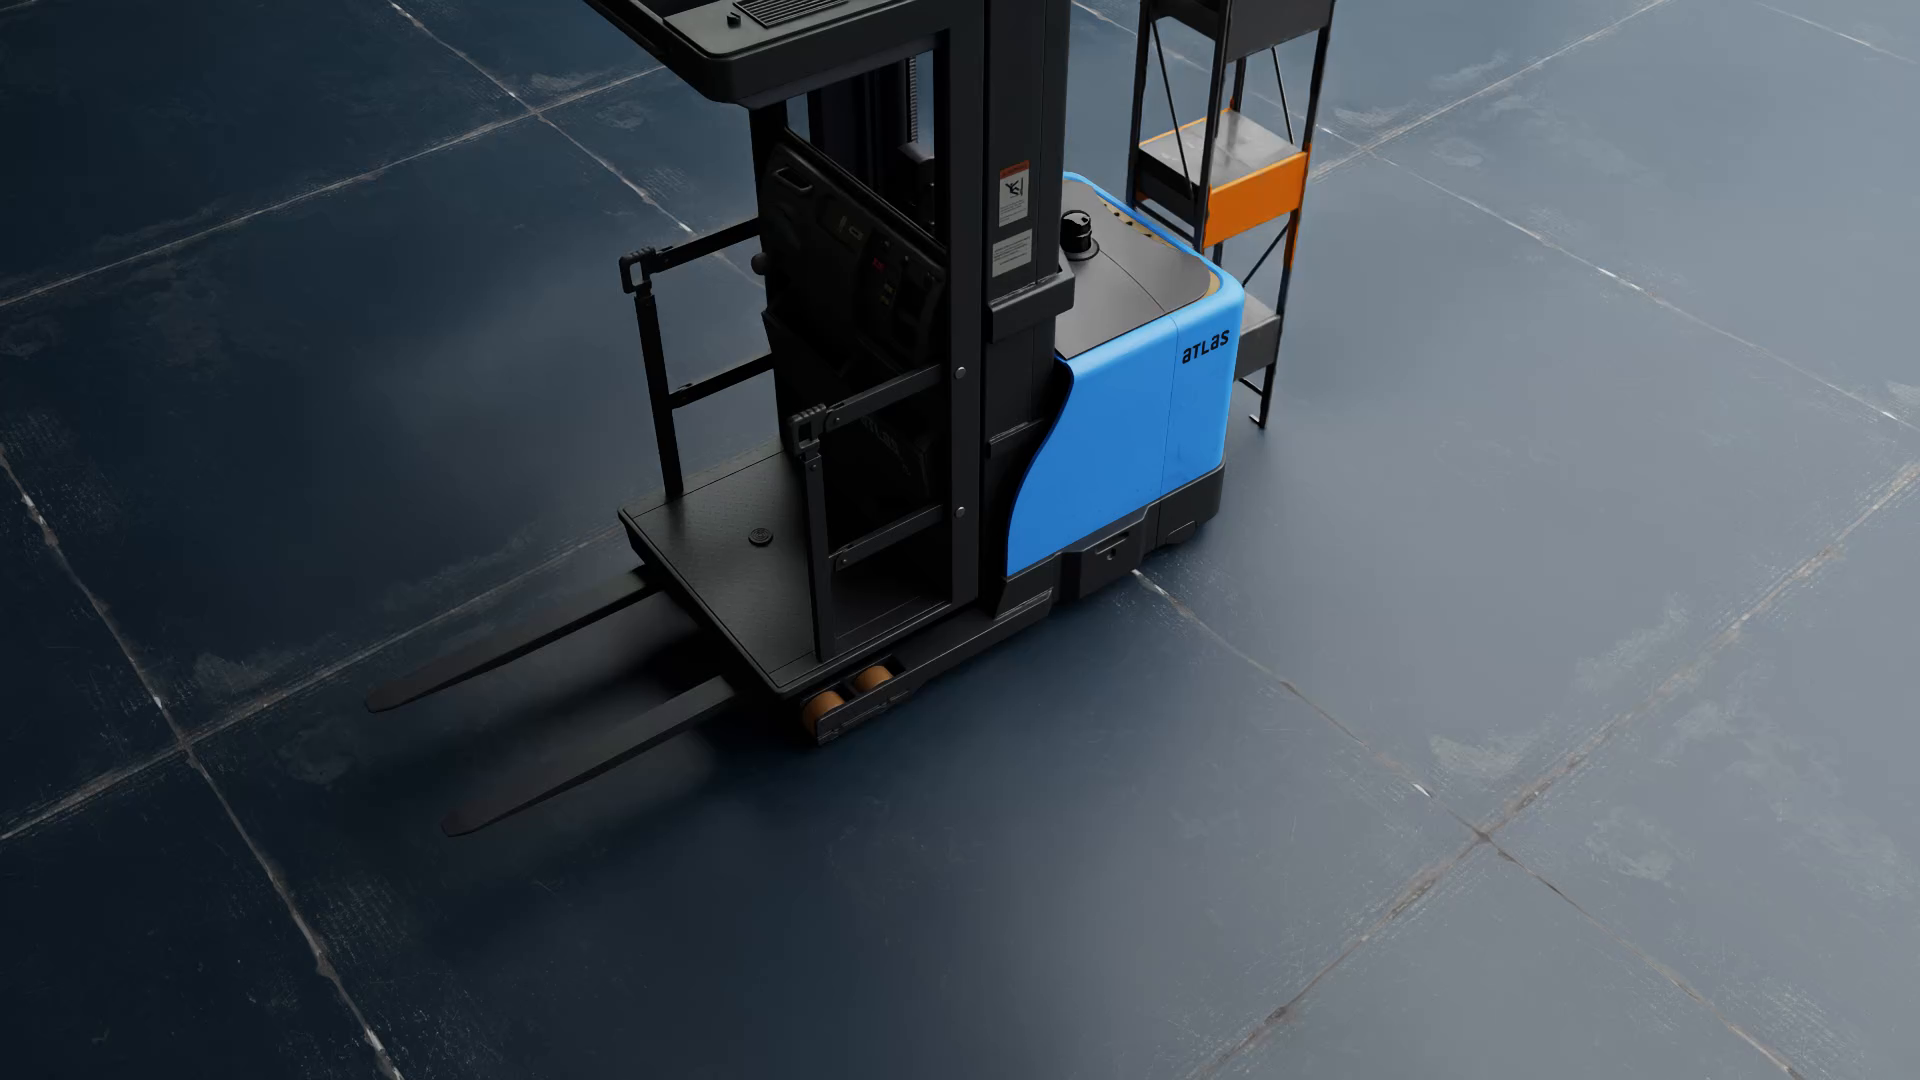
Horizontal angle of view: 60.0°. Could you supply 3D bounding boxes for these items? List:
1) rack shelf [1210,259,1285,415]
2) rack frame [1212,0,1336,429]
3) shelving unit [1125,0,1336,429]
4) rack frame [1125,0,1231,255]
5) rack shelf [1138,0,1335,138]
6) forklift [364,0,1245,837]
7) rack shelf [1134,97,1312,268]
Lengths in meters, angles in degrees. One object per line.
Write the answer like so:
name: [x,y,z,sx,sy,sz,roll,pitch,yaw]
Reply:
rack shelf: [0.922,-0.710,6.515,0.480,0.518,0.431,-26,49,-25]
rack frame: [1.119,-1.329,6.130,0.015,2.100,0.400,-26,49,-25]
shelving unit: [0.921,-1.230,6.026,0.503,2.100,0.431,-26,49,-25]
rack frame: [0.724,-1.132,5.921,0.015,2.100,0.400,-26,49,-25]
rack shelf: [0.921,-1.730,5.556,0.480,0.518,0.431,-26,49,-25]
forklift: [-0.509,-0.813,4.975,3.031,2.935,1.130,-27,49,-26]
rack shelf: [0.921,-1.220,6.035,0.480,0.518,0.431,-26,49,-25]
